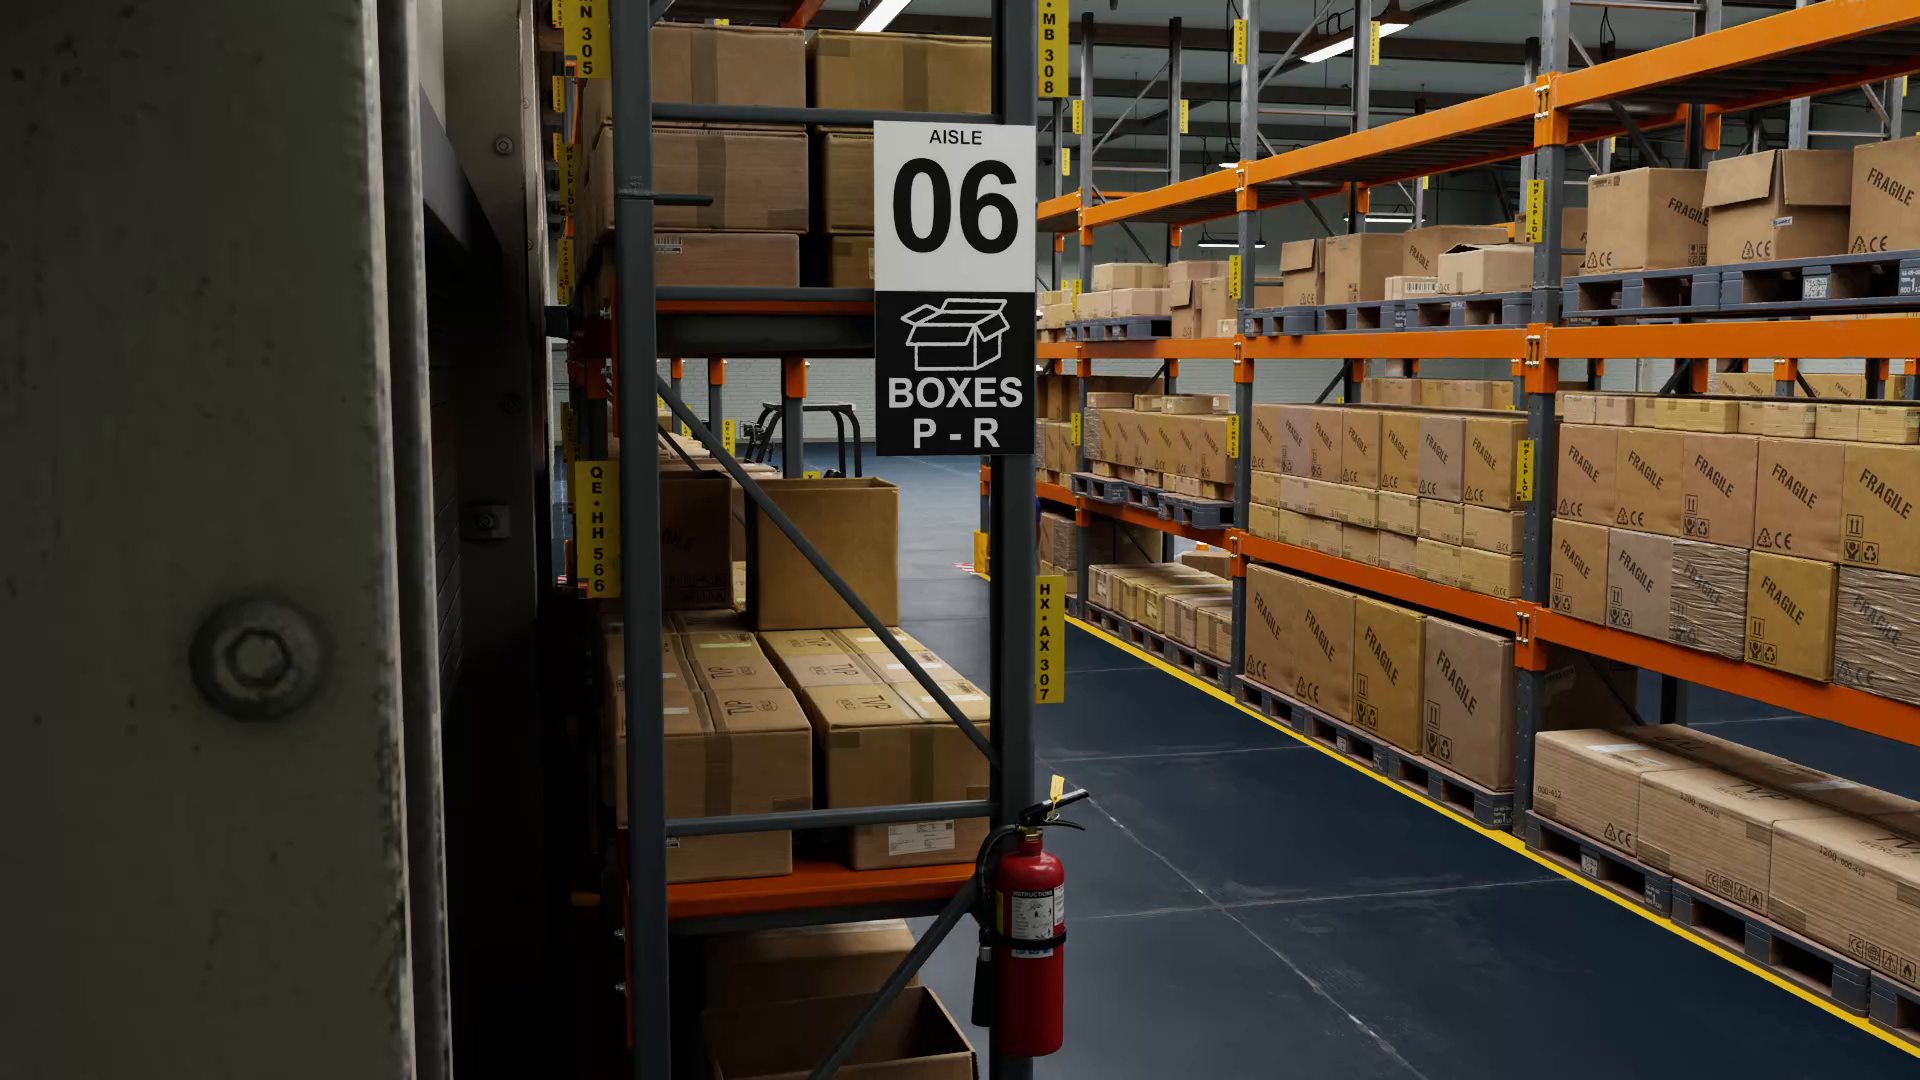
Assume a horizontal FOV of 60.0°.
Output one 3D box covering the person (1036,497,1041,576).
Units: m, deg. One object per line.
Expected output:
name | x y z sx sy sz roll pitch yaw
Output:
person | 0.538 0.179 15.236 0.470 1.690 0.783 -1 6 -9
